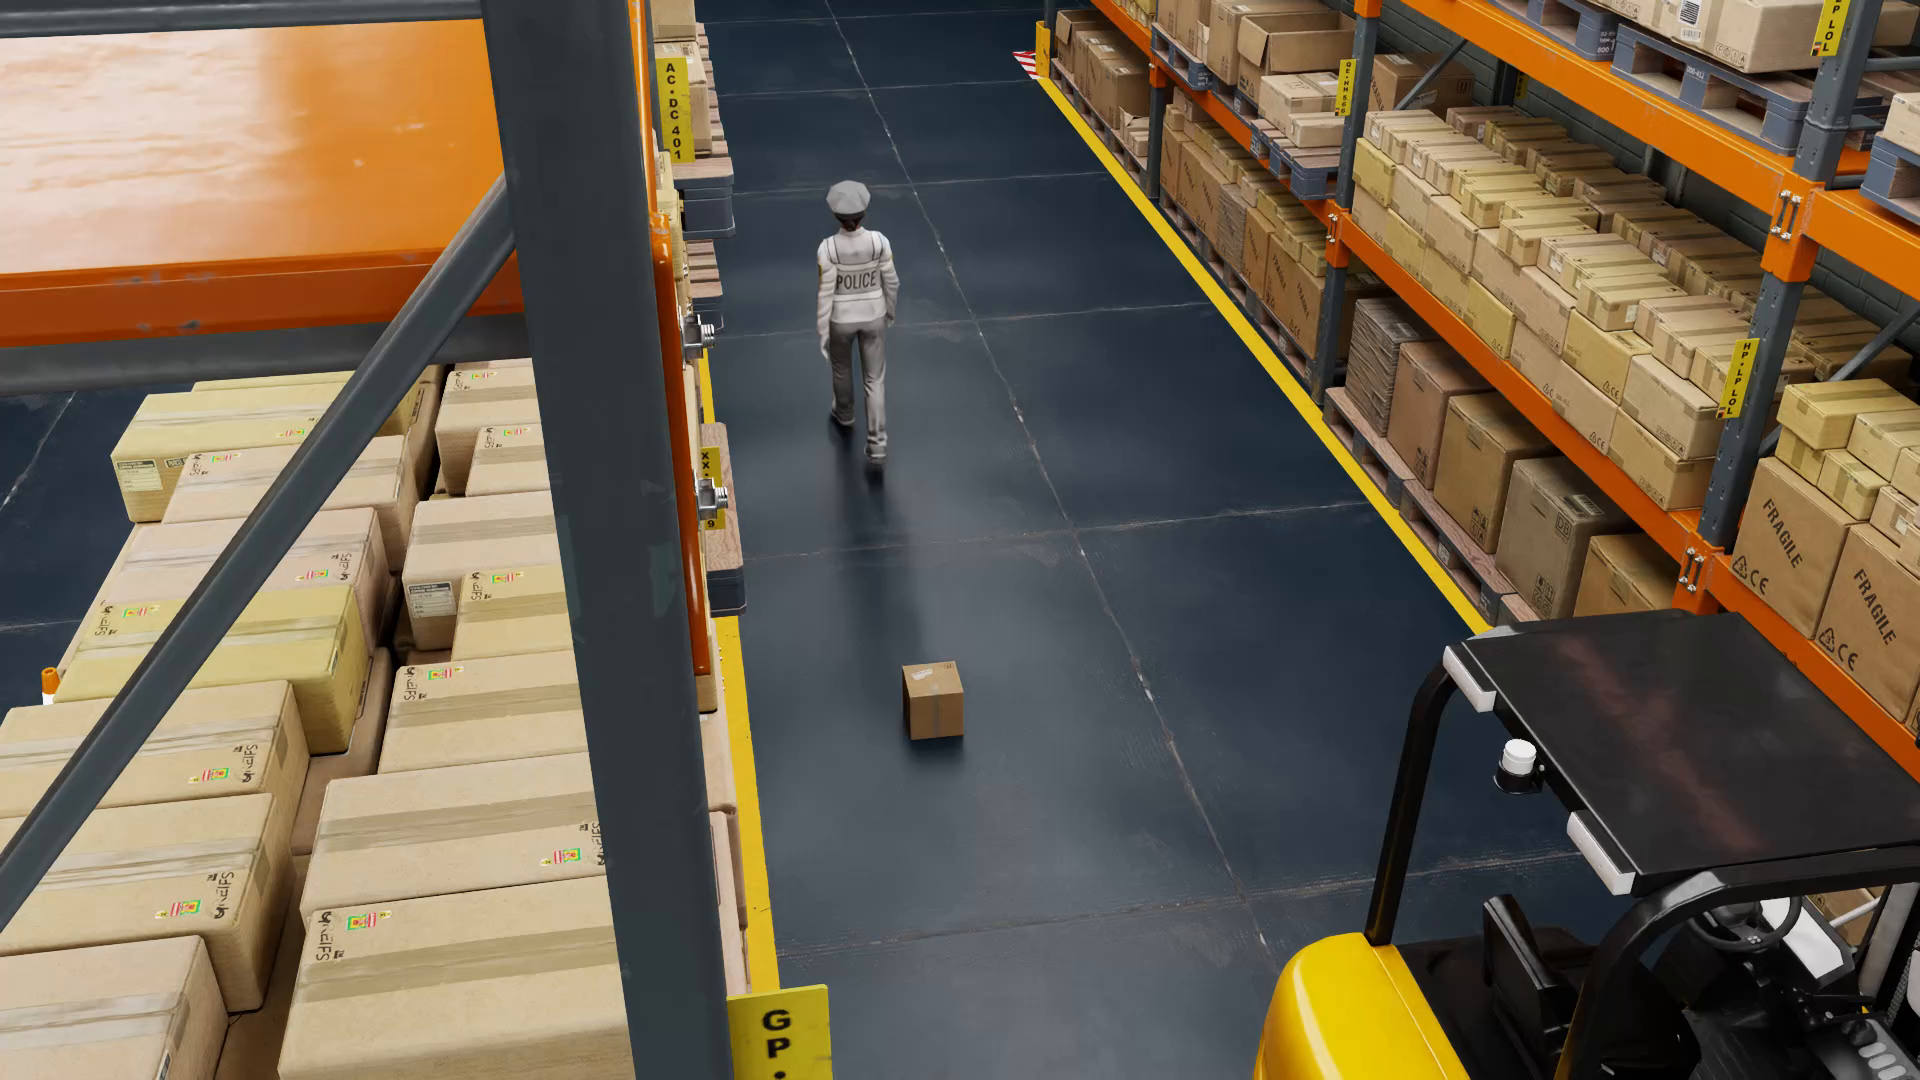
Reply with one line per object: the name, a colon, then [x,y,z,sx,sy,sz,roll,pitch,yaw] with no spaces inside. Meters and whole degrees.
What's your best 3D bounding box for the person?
person: [-0.603,-1.319,9.800,0.505,1.641,0.971,-5,31,-9]
